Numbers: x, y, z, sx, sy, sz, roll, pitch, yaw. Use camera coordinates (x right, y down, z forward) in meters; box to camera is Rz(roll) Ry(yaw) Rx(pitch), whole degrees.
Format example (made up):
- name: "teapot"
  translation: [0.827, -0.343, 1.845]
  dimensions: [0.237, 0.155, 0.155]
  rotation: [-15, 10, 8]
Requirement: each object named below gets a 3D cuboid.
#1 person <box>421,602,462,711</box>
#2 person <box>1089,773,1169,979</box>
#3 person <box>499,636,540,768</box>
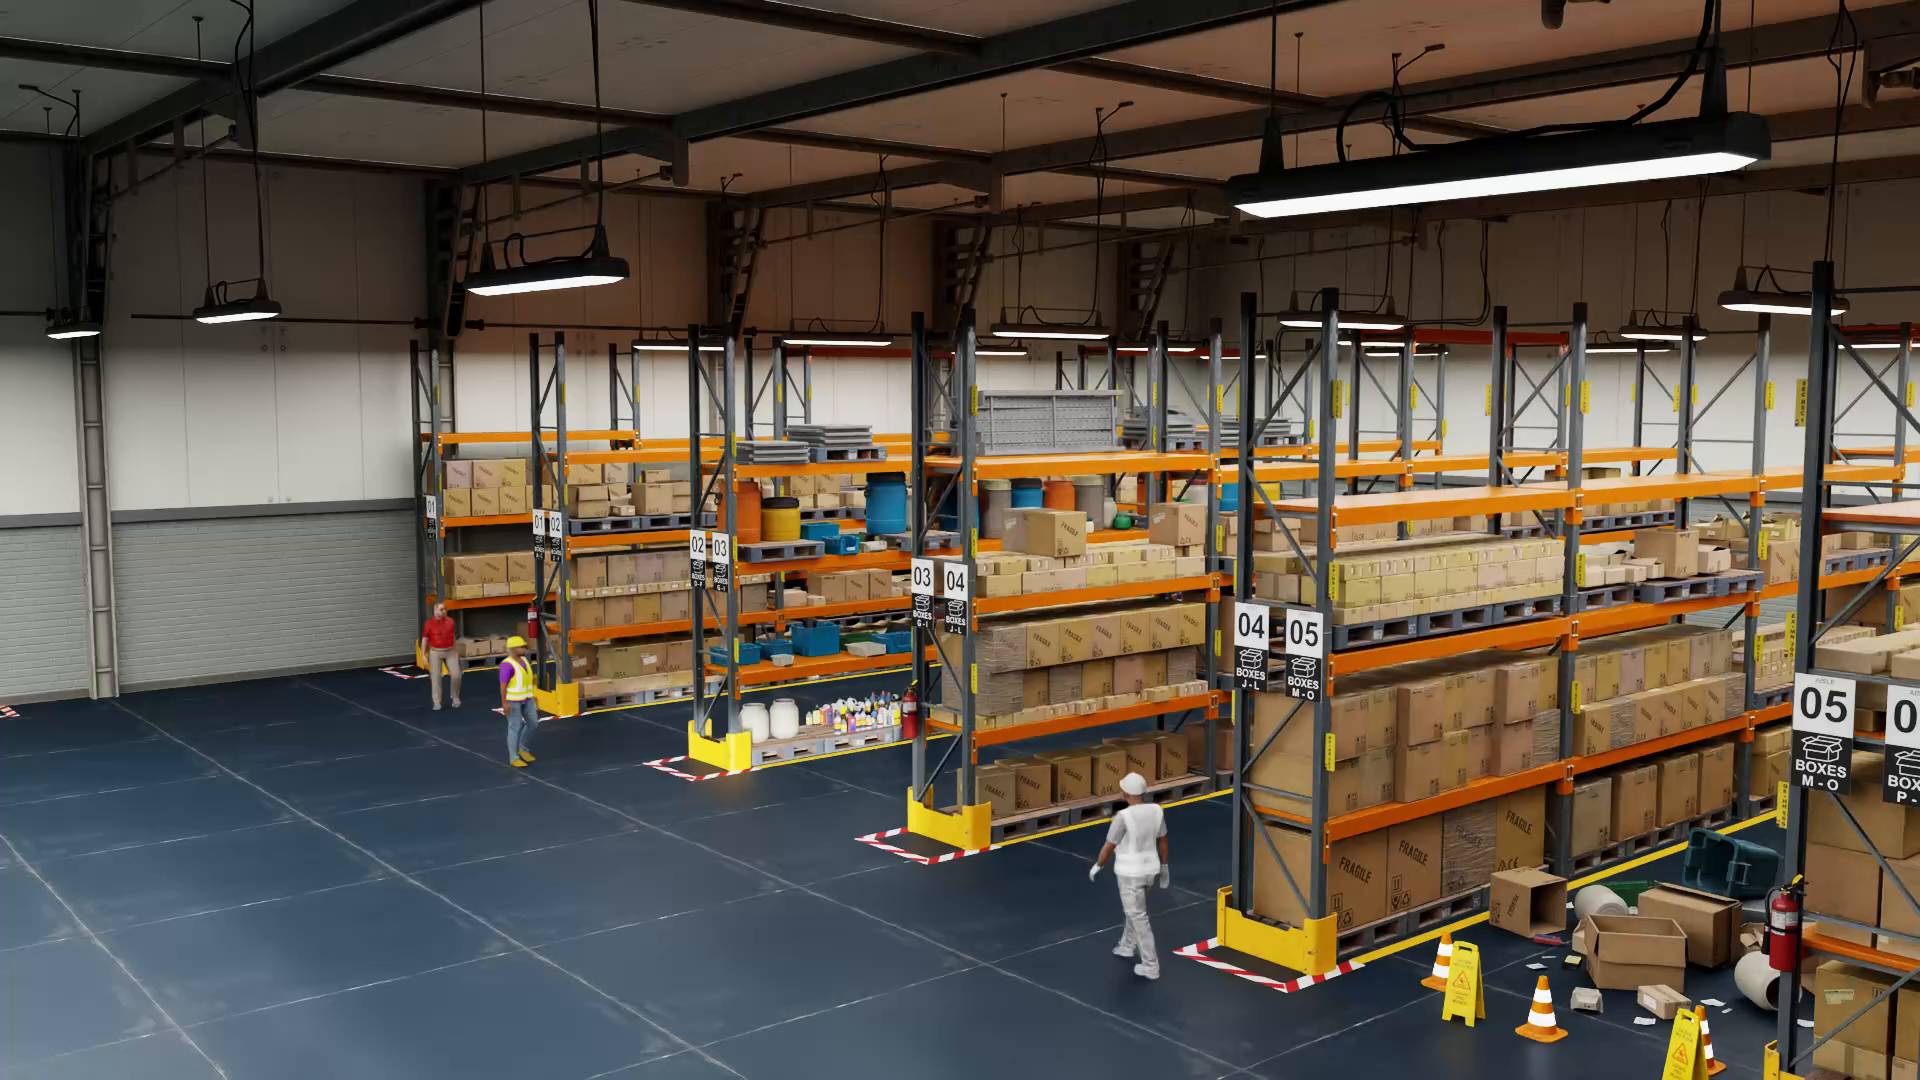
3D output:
- name: "person"
  translation: [-8.341, 1.848, 26.667]
  dimensions: [0.628, 1.725, 0.444]
  rotation: [-3, 6, -31]
- name: "person"
  translation: [1.503, 2.917, 14.669]
  dimensions: [0.615, 1.773, 0.828]
  rotation: [-4, 7, -38]
- name: "person"
  translation: [-6.031, 2.197, 22.708]
  dimensions: [0.465, 1.784, 0.648]
  rotation: [3, 6, 28]
